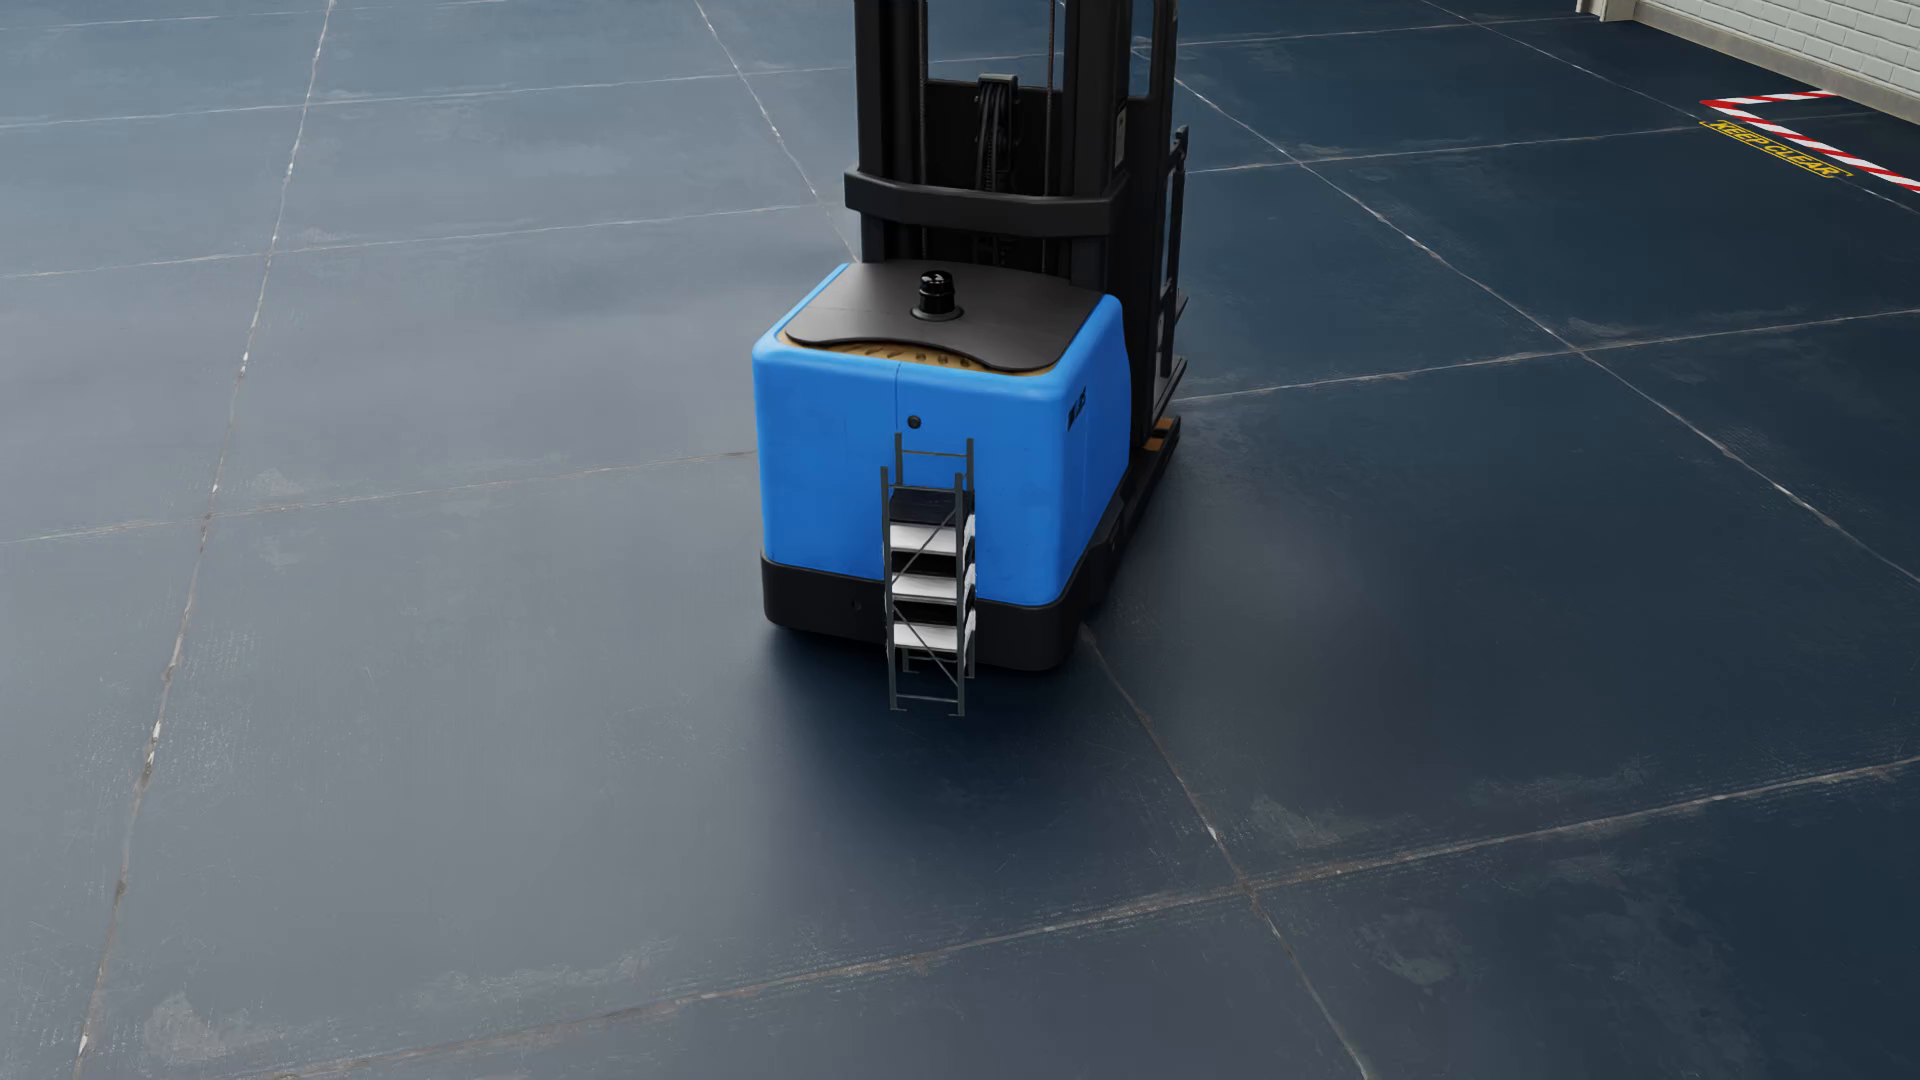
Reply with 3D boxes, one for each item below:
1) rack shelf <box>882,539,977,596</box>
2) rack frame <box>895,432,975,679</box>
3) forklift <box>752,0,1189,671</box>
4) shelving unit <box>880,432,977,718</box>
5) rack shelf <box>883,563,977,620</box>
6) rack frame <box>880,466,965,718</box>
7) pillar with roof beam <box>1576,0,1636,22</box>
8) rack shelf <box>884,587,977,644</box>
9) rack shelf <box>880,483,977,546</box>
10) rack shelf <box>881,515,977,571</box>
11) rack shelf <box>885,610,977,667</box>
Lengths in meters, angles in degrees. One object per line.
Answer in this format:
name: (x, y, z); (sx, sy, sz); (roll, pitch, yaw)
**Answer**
rack shelf: (-0.091, 0.073, 5.103); (0.258, 0.077, 0.200); (5, 33, 8)
rack frame: (-0.074, 0.066, 5.218); (0.240, 0.900, 0.006); (5, 33, 8)
forklift: (0.274, -1.570, 6.036); (1.130, 2.935, 3.031); (9, 31, 16)
shelving unit: (-0.091, 0.120, 5.134); (0.258, 0.900, 0.210); (5, 33, 8)
rack shelf: (-0.091, 0.148, 5.152); (0.258, 0.077, 0.200); (5, 33, 8)
rack frame: (-0.108, 0.175, 5.050); (0.240, 0.900, 0.006); (5, 33, 8)
pillar with roof beam: (1.183, -7.660, 10.501); (9.100, 9.000, 0.400); (-8, 31, -13)
rack shelf: (-0.090, 0.224, 5.201); (0.258, 0.077, 0.200); (5, 33, 8)
rack shelf: (-0.093, -0.078, 5.005); (0.258, 0.077, 0.200); (5, 33, 8)
rack shelf: (-0.092, -0.003, 5.054); (0.258, 0.077, 0.200); (5, 33, 8)
rack shelf: (-0.089, 0.299, 5.250); (0.258, 0.077, 0.200); (5, 33, 8)
